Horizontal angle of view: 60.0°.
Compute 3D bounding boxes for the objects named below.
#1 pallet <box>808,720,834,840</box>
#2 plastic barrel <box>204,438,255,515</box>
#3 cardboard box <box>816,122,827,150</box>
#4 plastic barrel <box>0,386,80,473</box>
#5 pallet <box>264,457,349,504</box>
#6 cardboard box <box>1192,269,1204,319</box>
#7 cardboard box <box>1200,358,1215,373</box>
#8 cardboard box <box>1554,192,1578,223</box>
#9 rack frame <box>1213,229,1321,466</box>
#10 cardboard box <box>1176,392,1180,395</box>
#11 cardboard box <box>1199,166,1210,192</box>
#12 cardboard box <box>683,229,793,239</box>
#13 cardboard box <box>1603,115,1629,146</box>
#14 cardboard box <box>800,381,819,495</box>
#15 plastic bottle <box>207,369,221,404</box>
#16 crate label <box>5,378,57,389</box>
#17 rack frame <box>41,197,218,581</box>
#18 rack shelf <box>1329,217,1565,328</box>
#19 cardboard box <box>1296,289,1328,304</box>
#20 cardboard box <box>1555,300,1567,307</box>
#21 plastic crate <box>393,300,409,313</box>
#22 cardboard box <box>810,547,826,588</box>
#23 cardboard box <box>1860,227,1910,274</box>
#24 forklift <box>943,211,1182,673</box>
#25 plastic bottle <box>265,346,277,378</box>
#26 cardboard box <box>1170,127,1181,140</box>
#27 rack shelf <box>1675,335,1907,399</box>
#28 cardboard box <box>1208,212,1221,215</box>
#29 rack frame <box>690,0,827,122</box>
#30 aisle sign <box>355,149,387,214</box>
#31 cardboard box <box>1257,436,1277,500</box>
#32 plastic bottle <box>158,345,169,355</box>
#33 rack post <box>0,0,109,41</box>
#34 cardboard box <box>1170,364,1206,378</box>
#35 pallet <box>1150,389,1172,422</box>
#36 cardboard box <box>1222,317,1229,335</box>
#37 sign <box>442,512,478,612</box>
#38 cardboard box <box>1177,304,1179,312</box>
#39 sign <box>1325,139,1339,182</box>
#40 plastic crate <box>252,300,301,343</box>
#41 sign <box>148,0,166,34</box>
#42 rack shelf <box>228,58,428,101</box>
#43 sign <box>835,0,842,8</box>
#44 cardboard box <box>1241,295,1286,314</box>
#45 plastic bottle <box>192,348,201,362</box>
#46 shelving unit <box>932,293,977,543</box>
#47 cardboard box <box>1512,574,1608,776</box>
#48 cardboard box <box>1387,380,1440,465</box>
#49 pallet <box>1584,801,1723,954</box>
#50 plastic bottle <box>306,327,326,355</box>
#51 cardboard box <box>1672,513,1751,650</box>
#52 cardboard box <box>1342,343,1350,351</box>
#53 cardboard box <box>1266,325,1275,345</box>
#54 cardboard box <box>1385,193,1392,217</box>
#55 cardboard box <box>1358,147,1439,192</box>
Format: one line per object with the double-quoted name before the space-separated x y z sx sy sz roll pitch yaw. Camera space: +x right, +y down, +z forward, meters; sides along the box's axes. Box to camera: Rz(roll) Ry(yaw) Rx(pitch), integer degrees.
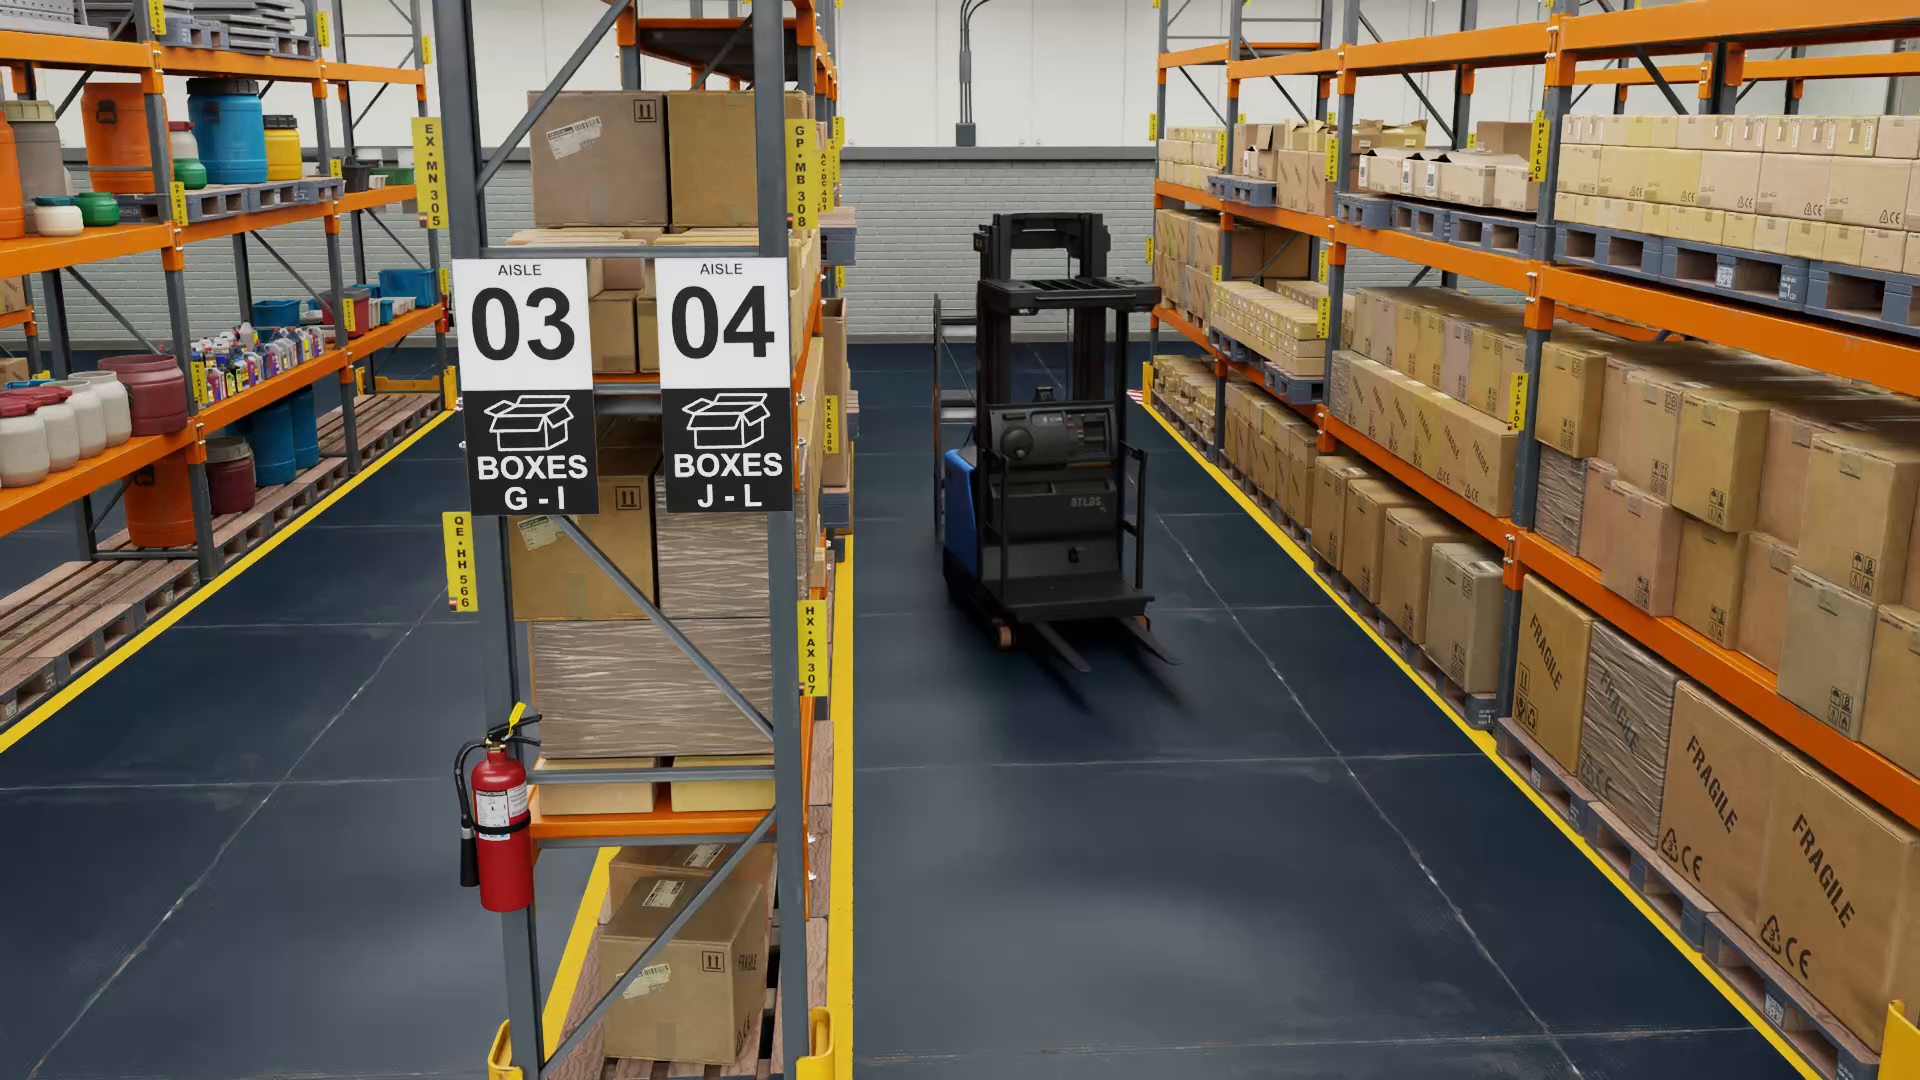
"pallet" -1.194 1.302 9.041 1.003 0.211 1.213 -1 14 -3
"plastic barrel" -6.580 -0.571 14.721 0.600 0.588 0.708 -1 14 -3
"cardboard box" -1.197 -2.710 11.817 0.500 0.500 0.500 -1 14 -4
"plastic barrel" -6.127 -0.735 11.092 0.433 0.535 0.433 0 14 0
"pallet" -6.704 -0.585 16.375 1.003 0.211 1.213 -1 14 -3
"cardboard box" 2.847 -2.693 18.176 0.500 0.500 0.500 -1 14 -5
"cardboard box" 3.186 -2.170 20.625 0.380 0.149 0.250 -1 14 -2
"cardboard box" 3.369 -1.753 8.761 0.380 0.149 0.250 -1 14 -4
"rack frame" 3.190 -2.256 17.273 1.000 3.000 0.127 -1 14 -3
"cardboard box" 2.792 -1.685 19.935 0.380 0.149 0.250 -1 14 -3
"cardboard box" 2.870 -3.878 17.859 0.500 0.250 0.500 -1 14 -4
"cardboard box" -0.814 -1.061 6.110 0.380 0.149 0.250 0 14 -1
"cardboard box" 3.401 -2.013 8.170 0.380 0.149 0.250 -1 14 -4
"cardboard box" -0.879 -0.410 7.298 0.500 0.500 0.500 -1 14 -3
"plastic bottle" -6.142 -1.271 13.682 0.061 0.283 0.133 -1 14 -3
"crate label" -6.671 -0.899 11.929 0.502 0.435 0.616 -1 14 -3
"rack frame" -6.463 -1.133 12.910 1.000 3.000 0.127 -1 14 -3
"rack shelf" 3.561 -1.868 11.189 1.077 0.370 4.000 -1 14 -3
"cardboard box" 3.457 -2.332 16.038 0.380 0.149 0.250 -1 14 -4
"cardboard box" 7.678 -3.151 20.553 0.500 0.500 0.500 -1 14 -4
"plastic crate" -6.724 -2.751 19.609 0.396 0.136 0.243 -1 14 -3
"cardboard box" -0.876 0.142 8.459 0.380 0.149 0.250 -1 14 -3
"cardboard box" 3.543 -1.058 6.059 0.380 0.149 0.250 -1 14 -3
"forklift" 0.719 -0.763 11.611 1.130 2.935 3.031 -4 15 -14
"plastic bottle" -6.227 -1.614 15.013 0.061 0.283 0.133 -1 14 -3
"cardboard box" 2.691 -4.789 19.596 0.380 0.149 0.250 -1 14 -3
"rack shelf" 8.248 -1.511 15.824 1.077 0.370 4.000 -1 14 -3
"cardboard box" 3.250 -3.691 20.048 0.500 0.500 0.500 -1 14 -5
"rack frame" -1.519 -4.115 12.459 1.000 3.000 0.127 -1 14 -3
"aisle sign" -7.259 -4.395 20.370 0.394 0.787 0.004 -1 14 -3
"cardboard box" 3.058 -0.674 15.298 0.500 0.500 0.500 -2 15 -6
"plastic bottle" -6.953 -1.527 14.542 0.144 0.351 0.185 -1 14 -3
"rack post" -6.423 -3.629 10.169 1.013 1.000 3.121 -1 14 -3
"cardboard box" 2.758 -2.034 20.096 0.380 0.149 0.250 -2 15 -6
"pallet" 2.962 -1.678 20.626 1.003 0.211 1.213 -1 14 -3
"cardboard box" 2.790 -2.101 16.334 0.380 0.149 0.250 -1 14 -3
"sign" -1.579 0.070 5.276 0.100 0.325 0.005 -1 14 -3
"cardboard box" 2.800 -2.782 19.825 0.380 0.149 0.250 -1 14 -4
"sign" 2.896 -2.956 12.938 0.100 0.325 0.005 -1 14 -3
"plastic crate" -7.080 -2.260 17.201 0.392 0.384 0.575 -1 14 -3
"sign" -5.914 -3.892 12.242 0.100 0.325 0.005 -1 14 -3
"rack shelf" -6.834 -4.988 18.101 1.077 0.370 4.000 -1 14 -3
"sign" -1.472 -6.600 20.085 0.100 0.325 0.005 -1 14 -3
"cardboard box" 2.836 -2.199 15.520 0.380 0.149 0.250 0 14 -1
"plastic bottle" -6.855 -1.581 14.909 0.097 0.271 0.097 0 14 0
"shelving unit" -0.010 -1.058 14.425 0.431 2.100 0.503 -1 14 -3
"cardboard box" 3.654 0.717 9.141 0.875 0.875 0.875 -1 14 -3
"cardboard box" 3.290 -0.818 11.484 0.500 0.500 0.500 -1 14 -4
"pallet" 3.733 1.579 7.966 1.003 0.211 1.213 -1 14 -3
"plastic bottle" -6.363 -1.975 16.430 0.152 0.276 0.135 -1 14 -3
"cardboard box" 3.826 0.156 7.600 0.875 0.550 0.500 -1 14 -3
"cardboard box" 3.559 -1.658 14.611 0.380 0.149 0.250 0 14 -1
"cardboard box" 2.900 -1.796 14.553 0.380 0.149 0.250 -1 14 -3
"cardboard box" 3.668 -2.908 13.588 0.500 0.500 0.500 -1 14 -3
"cardboard box" 3.263 -2.739 12.266 0.500 0.311 0.500 -1 14 -3
